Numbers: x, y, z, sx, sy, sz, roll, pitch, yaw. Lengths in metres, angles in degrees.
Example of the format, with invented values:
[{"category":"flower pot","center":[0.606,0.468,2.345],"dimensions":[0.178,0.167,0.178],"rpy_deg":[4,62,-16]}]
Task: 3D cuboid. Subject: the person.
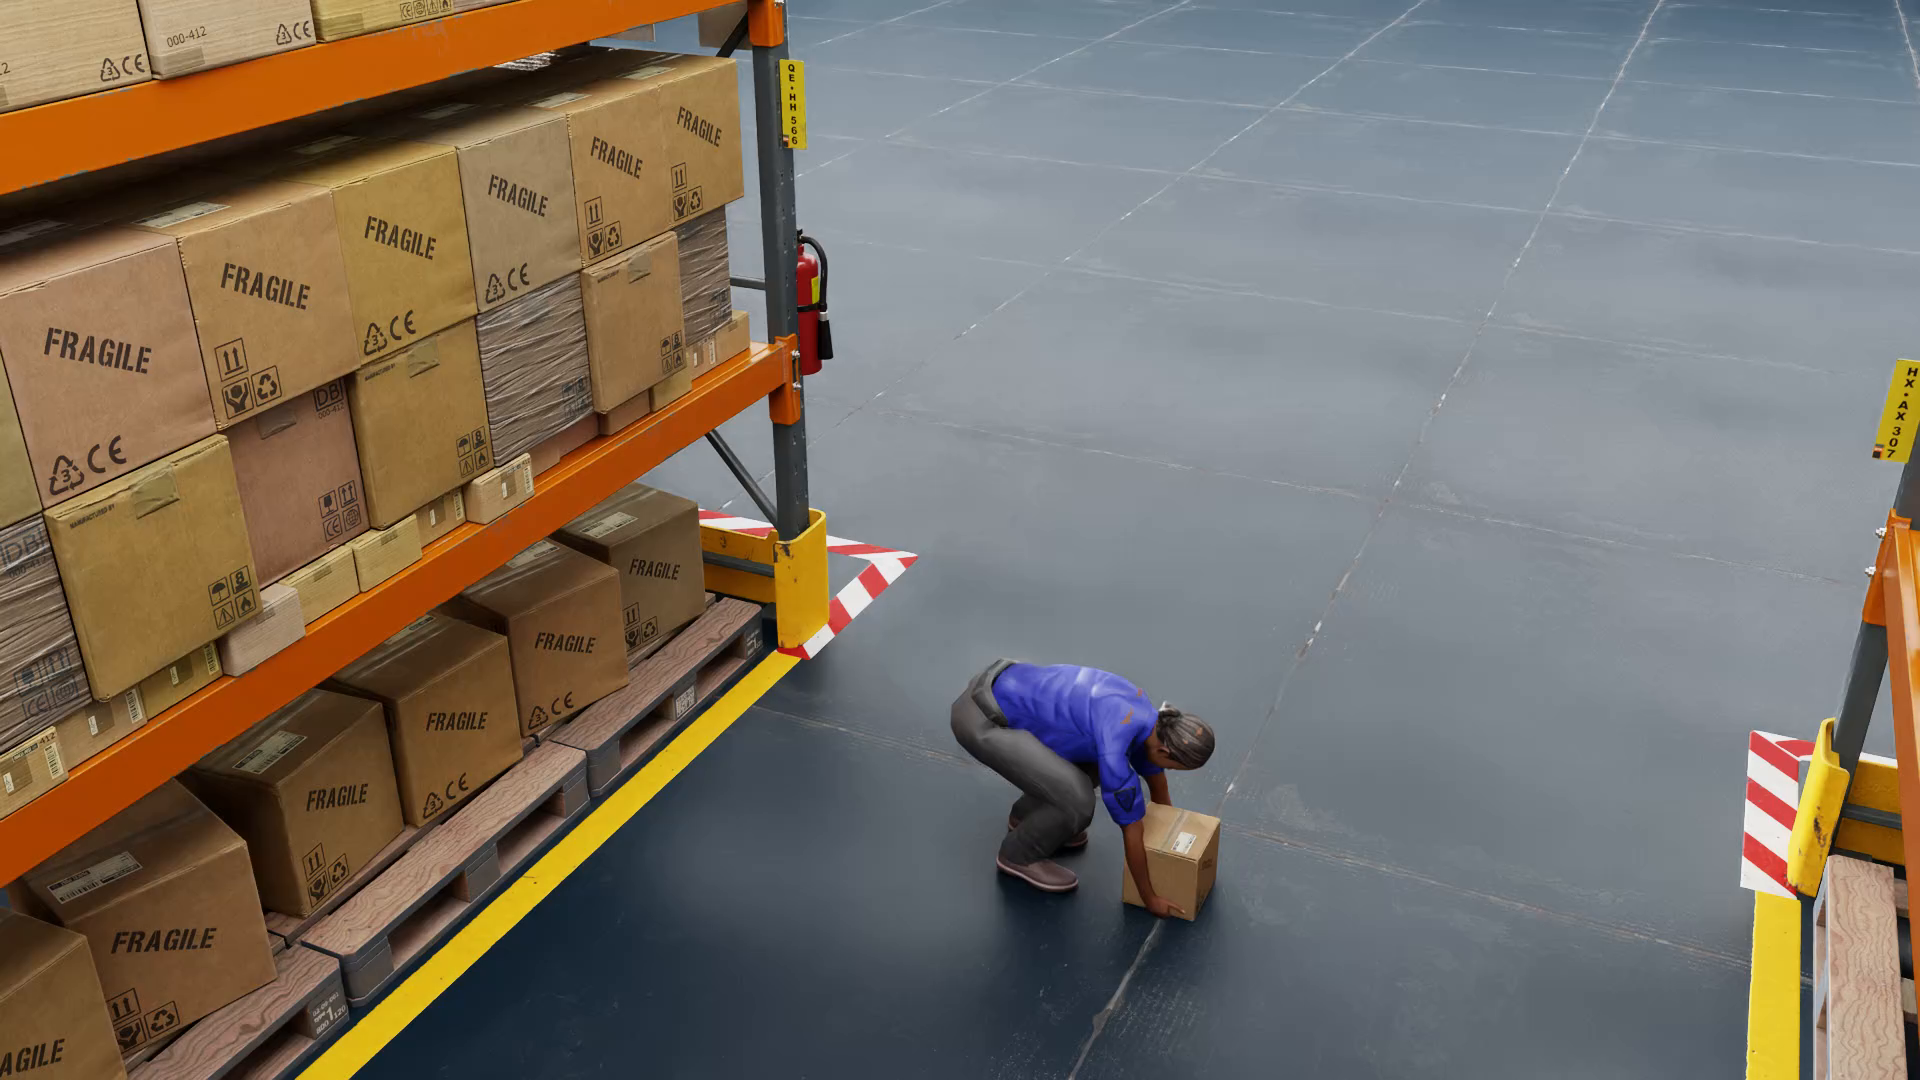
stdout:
[{"category":"person","center":[0.407,0.794,5.561],"dimensions":[0.871,0.775,0.460],"rpy_deg":[10,28,20]}]
